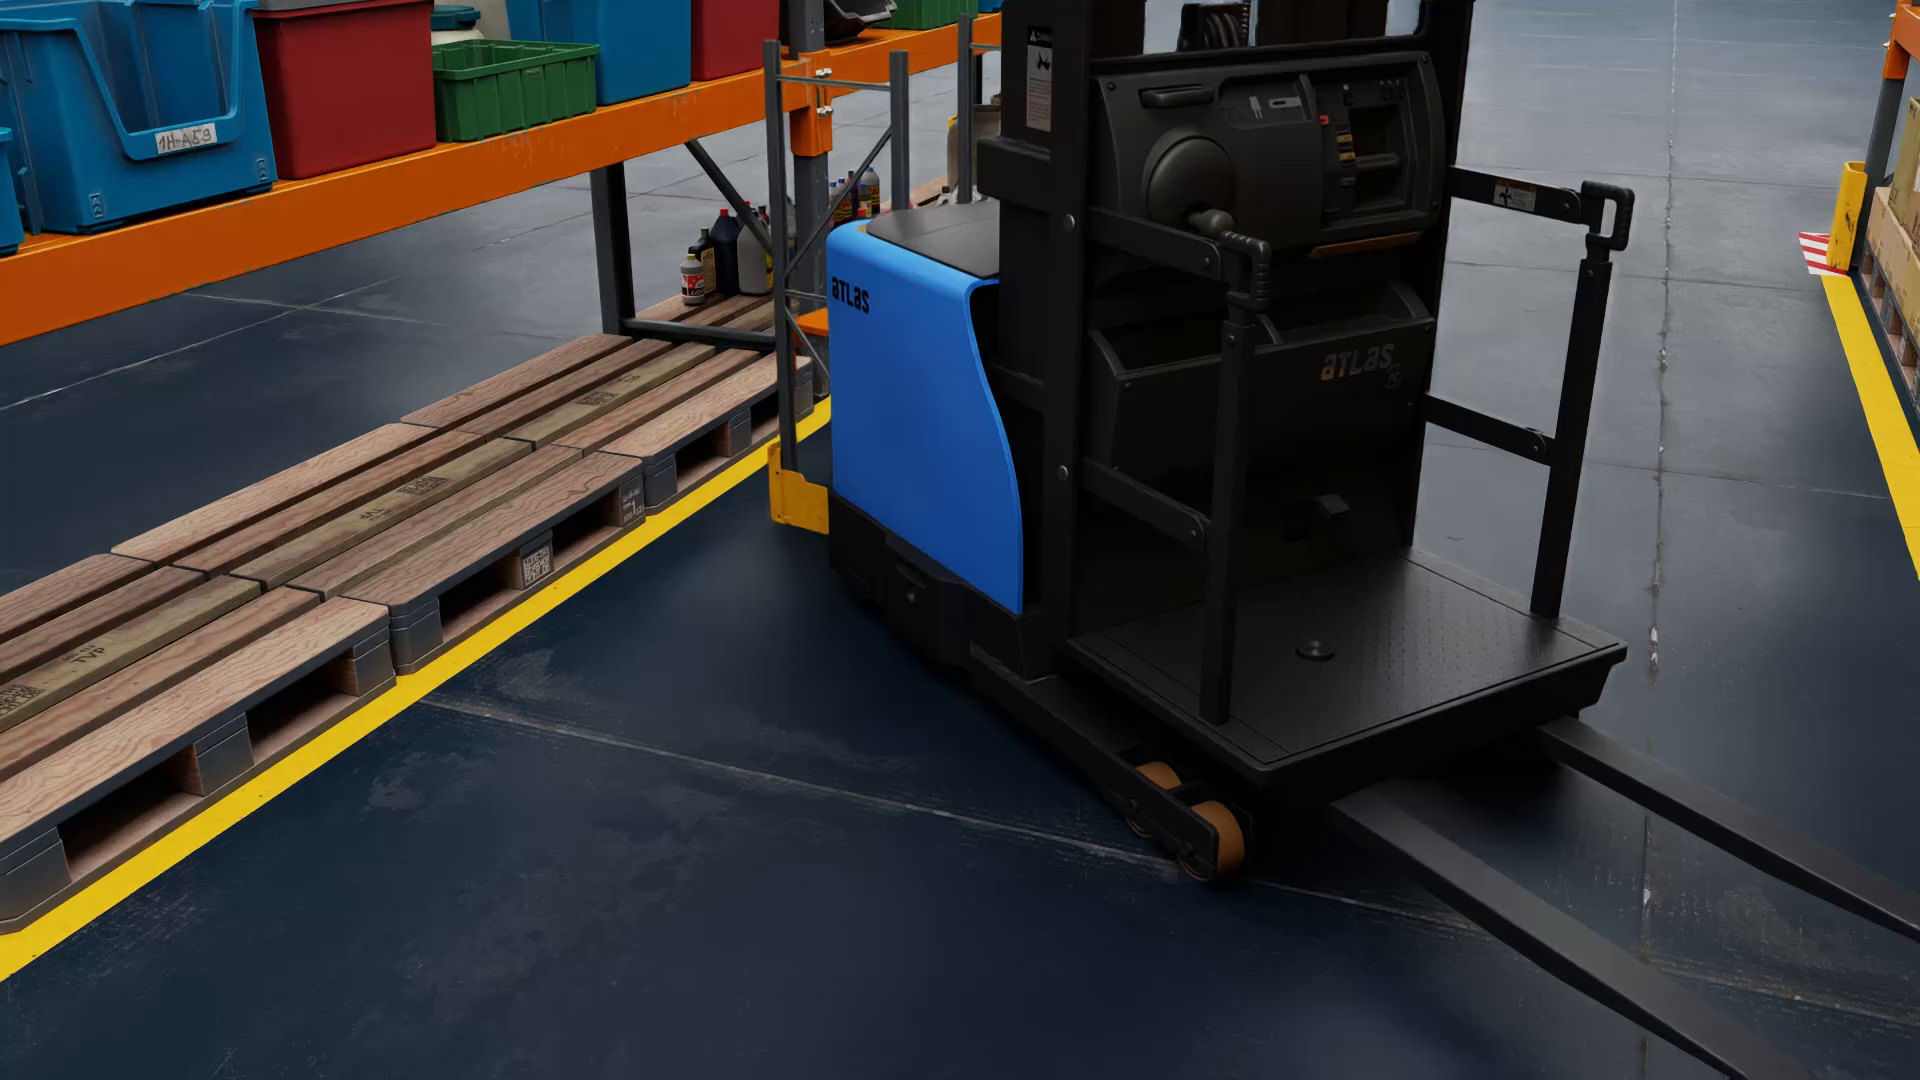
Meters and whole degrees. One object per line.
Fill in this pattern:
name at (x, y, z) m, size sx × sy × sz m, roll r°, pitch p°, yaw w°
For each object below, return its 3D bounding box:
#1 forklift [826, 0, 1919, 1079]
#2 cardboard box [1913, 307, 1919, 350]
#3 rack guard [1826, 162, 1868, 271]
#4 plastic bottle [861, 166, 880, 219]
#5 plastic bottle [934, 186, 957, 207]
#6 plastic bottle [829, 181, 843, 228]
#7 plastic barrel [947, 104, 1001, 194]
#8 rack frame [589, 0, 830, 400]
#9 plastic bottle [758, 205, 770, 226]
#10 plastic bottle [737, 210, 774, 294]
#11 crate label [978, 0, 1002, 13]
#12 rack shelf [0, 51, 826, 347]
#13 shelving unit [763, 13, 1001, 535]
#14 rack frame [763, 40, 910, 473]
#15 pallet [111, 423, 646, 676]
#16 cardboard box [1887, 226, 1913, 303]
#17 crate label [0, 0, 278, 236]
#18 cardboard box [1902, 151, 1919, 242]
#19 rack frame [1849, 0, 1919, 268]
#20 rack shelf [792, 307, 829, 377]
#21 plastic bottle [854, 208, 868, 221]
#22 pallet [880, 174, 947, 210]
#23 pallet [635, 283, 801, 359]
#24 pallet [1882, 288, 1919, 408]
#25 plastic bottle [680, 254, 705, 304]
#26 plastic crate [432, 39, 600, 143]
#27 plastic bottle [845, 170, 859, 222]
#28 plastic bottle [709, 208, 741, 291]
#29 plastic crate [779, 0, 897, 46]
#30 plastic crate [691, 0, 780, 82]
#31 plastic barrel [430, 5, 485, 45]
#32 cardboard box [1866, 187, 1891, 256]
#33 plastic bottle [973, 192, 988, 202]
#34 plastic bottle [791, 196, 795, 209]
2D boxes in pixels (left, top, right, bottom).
forklift at (0.808, -0.835, 3.446) m, size 1.130 × 2.935 × 3.031 m, roll -13°, pitch 26°, yaw -28°
cardboard box at (3.947, -0.802, 6.300) m, size 0.500 × 0.250 × 0.500 m, roll 9°, pitch 24°, yaw 20°
rack guard at (5.105, -1.607, 8.450) m, size 1.175 × 0.500 × 0.348 m, roll 9°, pitch 24°, yaw 20°
plastic bottle at (-0.464, -1.803, 8.643) m, size 0.097 × 0.271 × 0.097 m, roll 0°, pitch 23°, yaw 0°
plastic bottle at (-0.074, -1.461, 7.722) m, size 0.144 × 0.351 × 0.185 m, roll 9°, pitch 24°, yaw 20°
plastic bottle at (-0.629, -1.644, 8.263) m, size 0.097 × 0.271 × 0.097 m, roll 0°, pitch 23°, yaw 0°
plastic barrel at (0.139, -2.083, 9.027) m, size 0.421 × 0.512 × 0.421 m, roll 0°, pitch 23°, yaw 0°
rack frame at (-0.987, -2.031, 6.221) m, size 1.000 × 3.000 × 0.127 m, roll 9°, pitch 24°, yaw 20°
plastic bottle at (-0.922, -1.386, 7.629) m, size 0.061 × 0.283 × 0.133 m, roll 11°, pitch 25°, yaw 24°
plastic bottle at (-0.882, -1.263, 7.248) m, size 0.144 × 0.351 × 0.185 m, roll 9°, pitch 24°, yaw 20°
crate label at (0.066, -2.782, 7.972) m, size 0.502 × 0.435 × 0.616 m, roll 9°, pitch 24°, yaw 20°
rack shelf at (-1.730, -0.984, 4.647) m, size 1.077 × 0.370 × 4.000 m, roll 9°, pitch 24°, yaw 20°
shelving unit at (-0.080, -0.871, 5.390) m, size 0.587 × 1.500 × 1.083 m, roll 15°, pitch 27°, yaw 31°
rack frame at (-0.359, -0.712, 5.008) m, size 0.500 × 1.500 × 0.032 m, roll 15°, pitch 27°, yaw 31°
pallet at (-1.694, -0.020, 5.024) m, size 1.003 × 0.211 × 1.213 m, roll 9°, pitch 24°, yaw 20°
cardboard box at (4.322, -1.159, 7.155) m, size 0.500 × 0.250 × 0.500 m, roll 9°, pitch 24°, yaw 20°
crate label at (-1.853, -0.933, 3.546) m, size 0.502 × 0.435 × 0.616 m, roll 9°, pitch 24°, yaw 20°
cardboard box at (4.333, -1.503, 7.007) m, size 0.500 × 0.500 × 0.500 m, roll 9°, pitch 24°, yaw 20°
rack frame at (5.096, -2.752, 7.947) m, size 1.000 × 3.000 × 0.127 m, roll 9°, pitch 24°, yaw 20°
rack shelf at (-0.075, -0.708, 5.466) m, size 0.538 × 0.185 × 1.000 m, roll 15°, pitch 27°, yaw 31°
plastic bottle at (-0.436, -1.262, 7.246) m, size 0.144 × 0.351 × 0.185 m, roll 9°, pitch 24°, yaw 20°
pallet at (0.207, -1.852, 9.410) m, size 1.003 × 0.211 × 1.213 m, roll 9°, pitch 24°, yaw 20°
pallet at (-0.699, -0.979, 7.320) m, size 1.003 × 0.211 × 1.213 m, roll 9°, pitch 24°, yaw 20°
pallet at (4.396, -0.751, 6.774) m, size 1.003 × 0.211 × 1.213 m, roll 9°, pitch 24°, yaw 20°
plastic bottle at (-1.142, -1.118, 7.094) m, size 0.097 × 0.201 × 0.097 m, roll 0°, pitch 23°, yaw 0°
plastic crate at (-1.372, -1.270, 4.673) m, size 0.450 × 0.188 × 0.662 m, roll 9°, pitch 24°, yaw 20°
plastic bottle at (-0.565, -1.730, 8.453) m, size 0.061 × 0.283 × 0.133 m, roll 9°, pitch 24°, yaw 21°
plastic bottle at (-1.016, -1.284, 7.298) m, size 0.144 × 0.351 × 0.185 m, roll 8°, pitch 24°, yaw 19°
plastic crate at (-0.675, -2.172, 6.638) m, size 0.767 × 0.338 × 0.504 m, roll 9°, pitch 24°, yaw 20°
plastic crate at (-0.883, -1.844, 5.689) m, size 0.402 × 0.464 × 0.583 m, roll 9°, pitch 24°, yaw 20°
plastic barrel at (-1.621, -1.516, 5.167) m, size 0.301 × 0.262 × 0.301 m, roll 0°, pitch 23°, yaw 0°
cardboard box at (4.691, -1.517, 8.013) m, size 0.500 × 0.250 × 0.500 m, roll 9°, pitch 24°, yaw 20°
plastic bottle at (0.053, -1.553, 8.039) m, size 0.152 × 0.276 × 0.135 m, roll 8°, pitch 24°, yaw 19°
plastic bottle at (-0.760, -1.491, 7.891) m, size 0.152 × 0.276 × 0.135 m, roll 9°, pitch 24°, yaw 21°
